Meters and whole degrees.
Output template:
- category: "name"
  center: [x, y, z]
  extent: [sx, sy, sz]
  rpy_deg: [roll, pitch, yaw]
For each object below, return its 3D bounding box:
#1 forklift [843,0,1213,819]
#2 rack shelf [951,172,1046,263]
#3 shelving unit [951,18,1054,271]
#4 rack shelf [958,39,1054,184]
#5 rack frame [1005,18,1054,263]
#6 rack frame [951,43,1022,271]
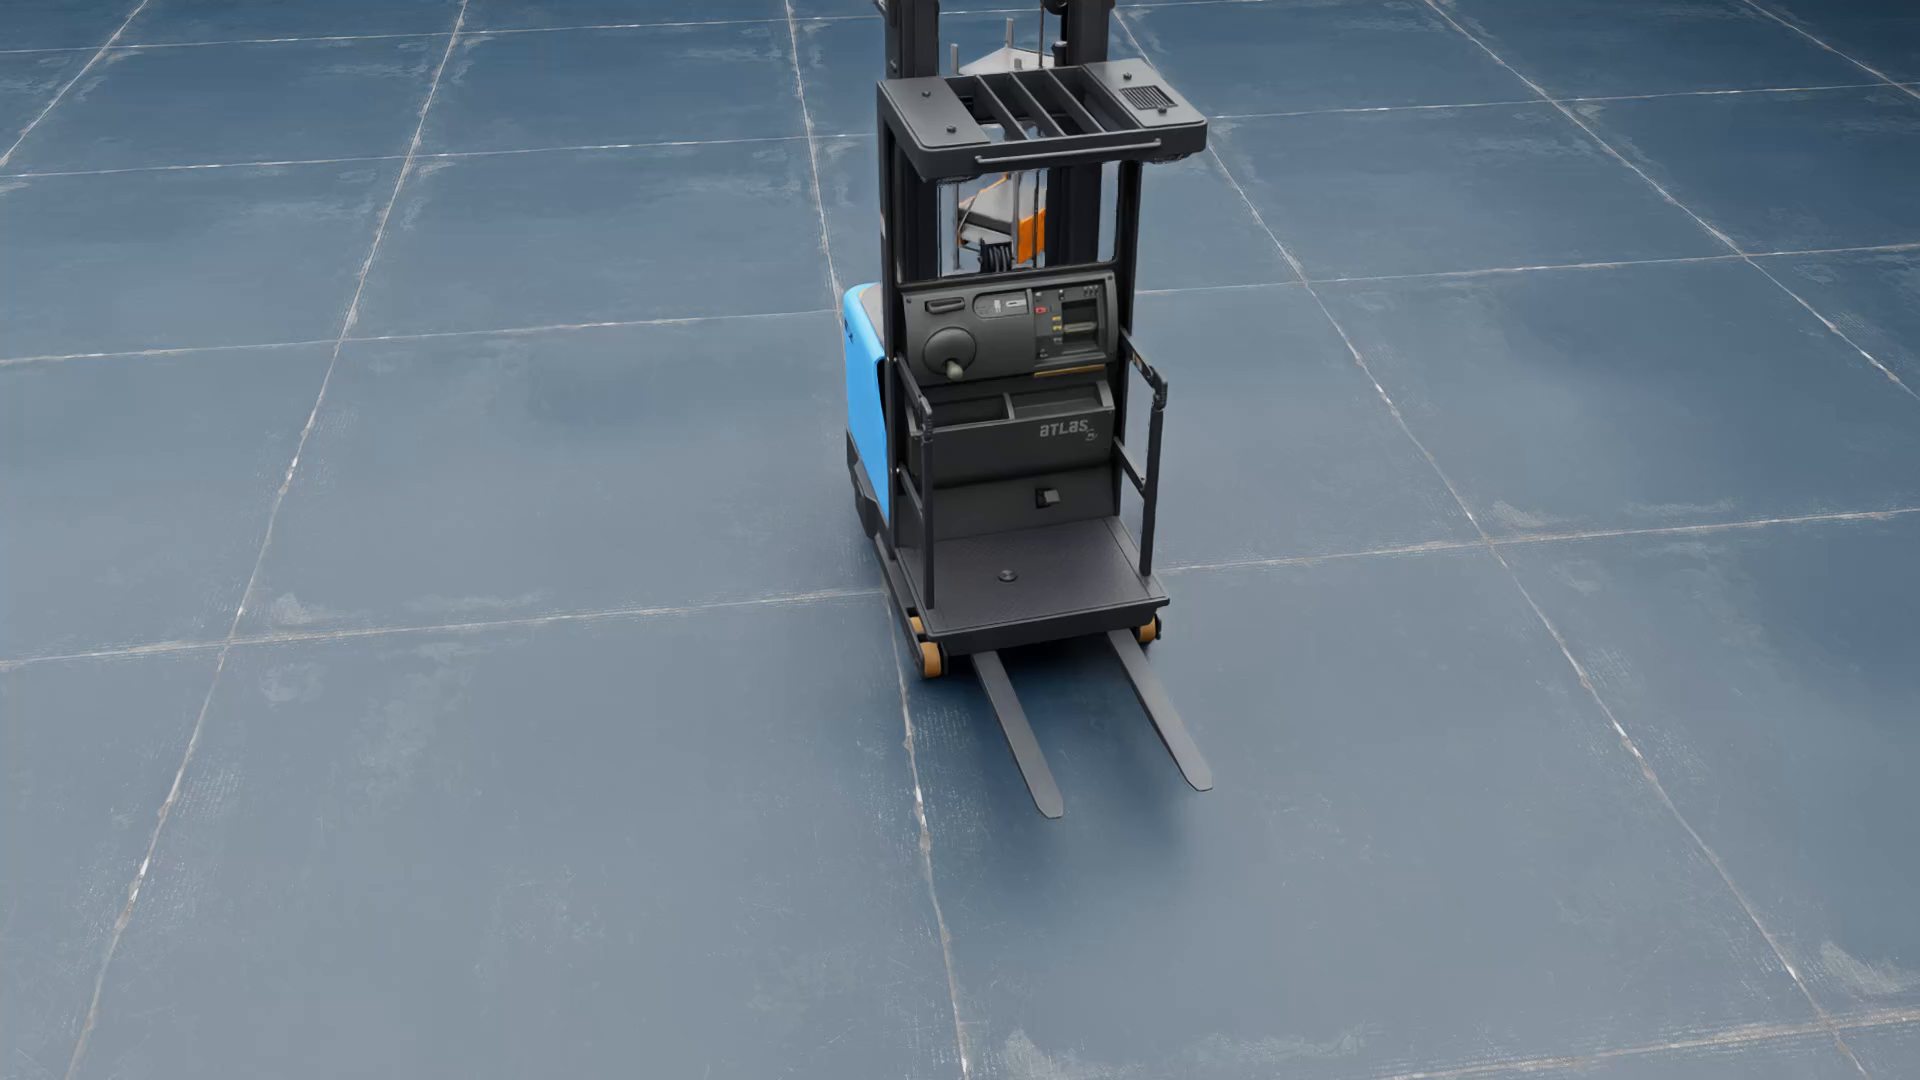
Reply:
- category: "forklift"
  center: [0.276, -0.843, 6.884]
  extent: [1.130, 2.935, 3.031]
  rpy_deg: [-8, 35, -12]
- category: "rack shelf"
  center: [0.264, -1.570, 8.714]
  extent: [0.431, 0.518, 0.480]
  rpy_deg: [21, 40, 28]
- category: "shelving unit"
  center: [0.264, -1.582, 8.706]
  extent: [0.431, 2.100, 0.503]
  rpy_deg: [21, 40, 28]
- category: "rack shelf"
  center: [0.264, -2.149, 8.320]
  extent: [0.431, 0.518, 0.480]
  rpy_deg: [21, 40, 28]
- category: "rack frame"
  center: [0.403, -1.695, 8.872]
  extent: [0.400, 2.100, 0.015]
  rpy_deg: [21, 40, 28]
- category: "rack frame"
  center: [0.125, -1.469, 8.541]
  extent: [0.400, 2.100, 0.015]
  rpy_deg: [21, 40, 28]
